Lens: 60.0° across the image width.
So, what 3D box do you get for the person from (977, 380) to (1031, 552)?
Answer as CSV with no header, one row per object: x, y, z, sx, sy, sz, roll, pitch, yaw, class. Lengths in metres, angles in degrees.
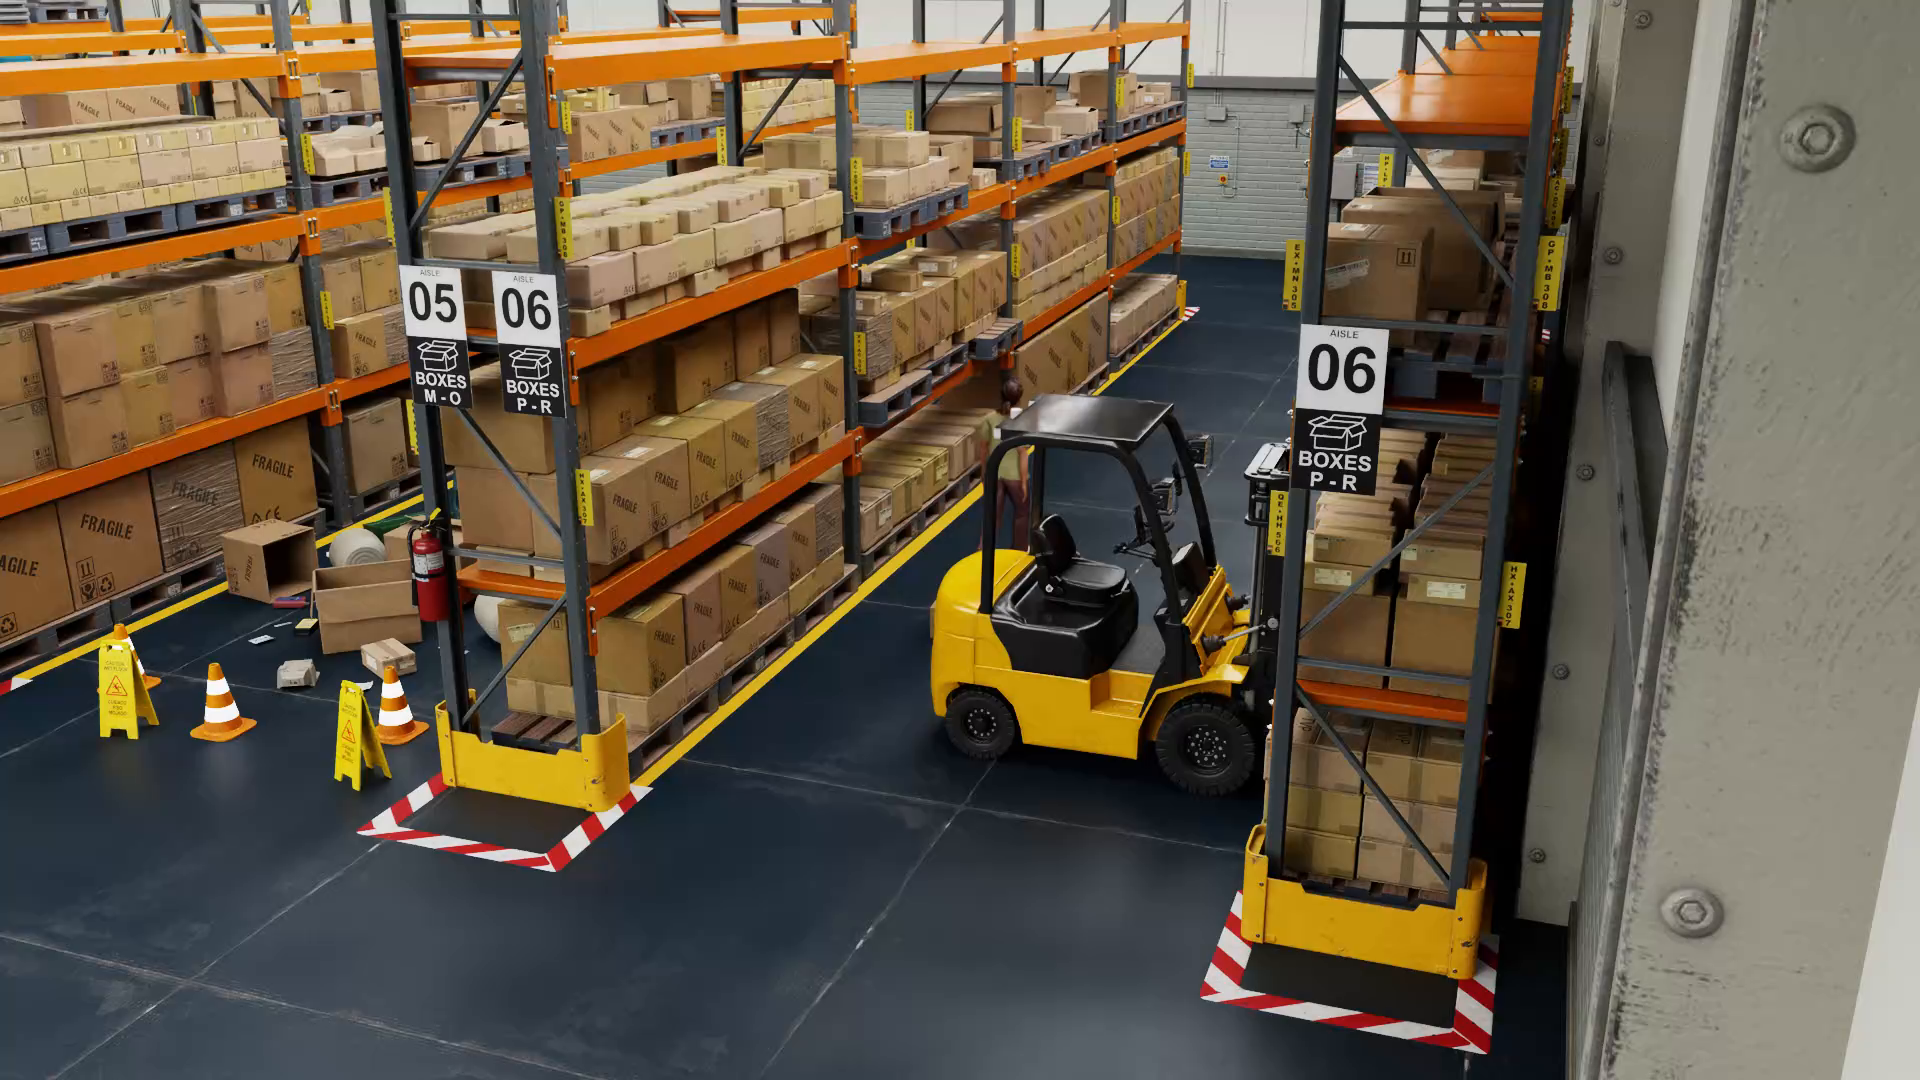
0.355,-0.496,13.549,0.458,1.624,1.013,7,20,19,person
